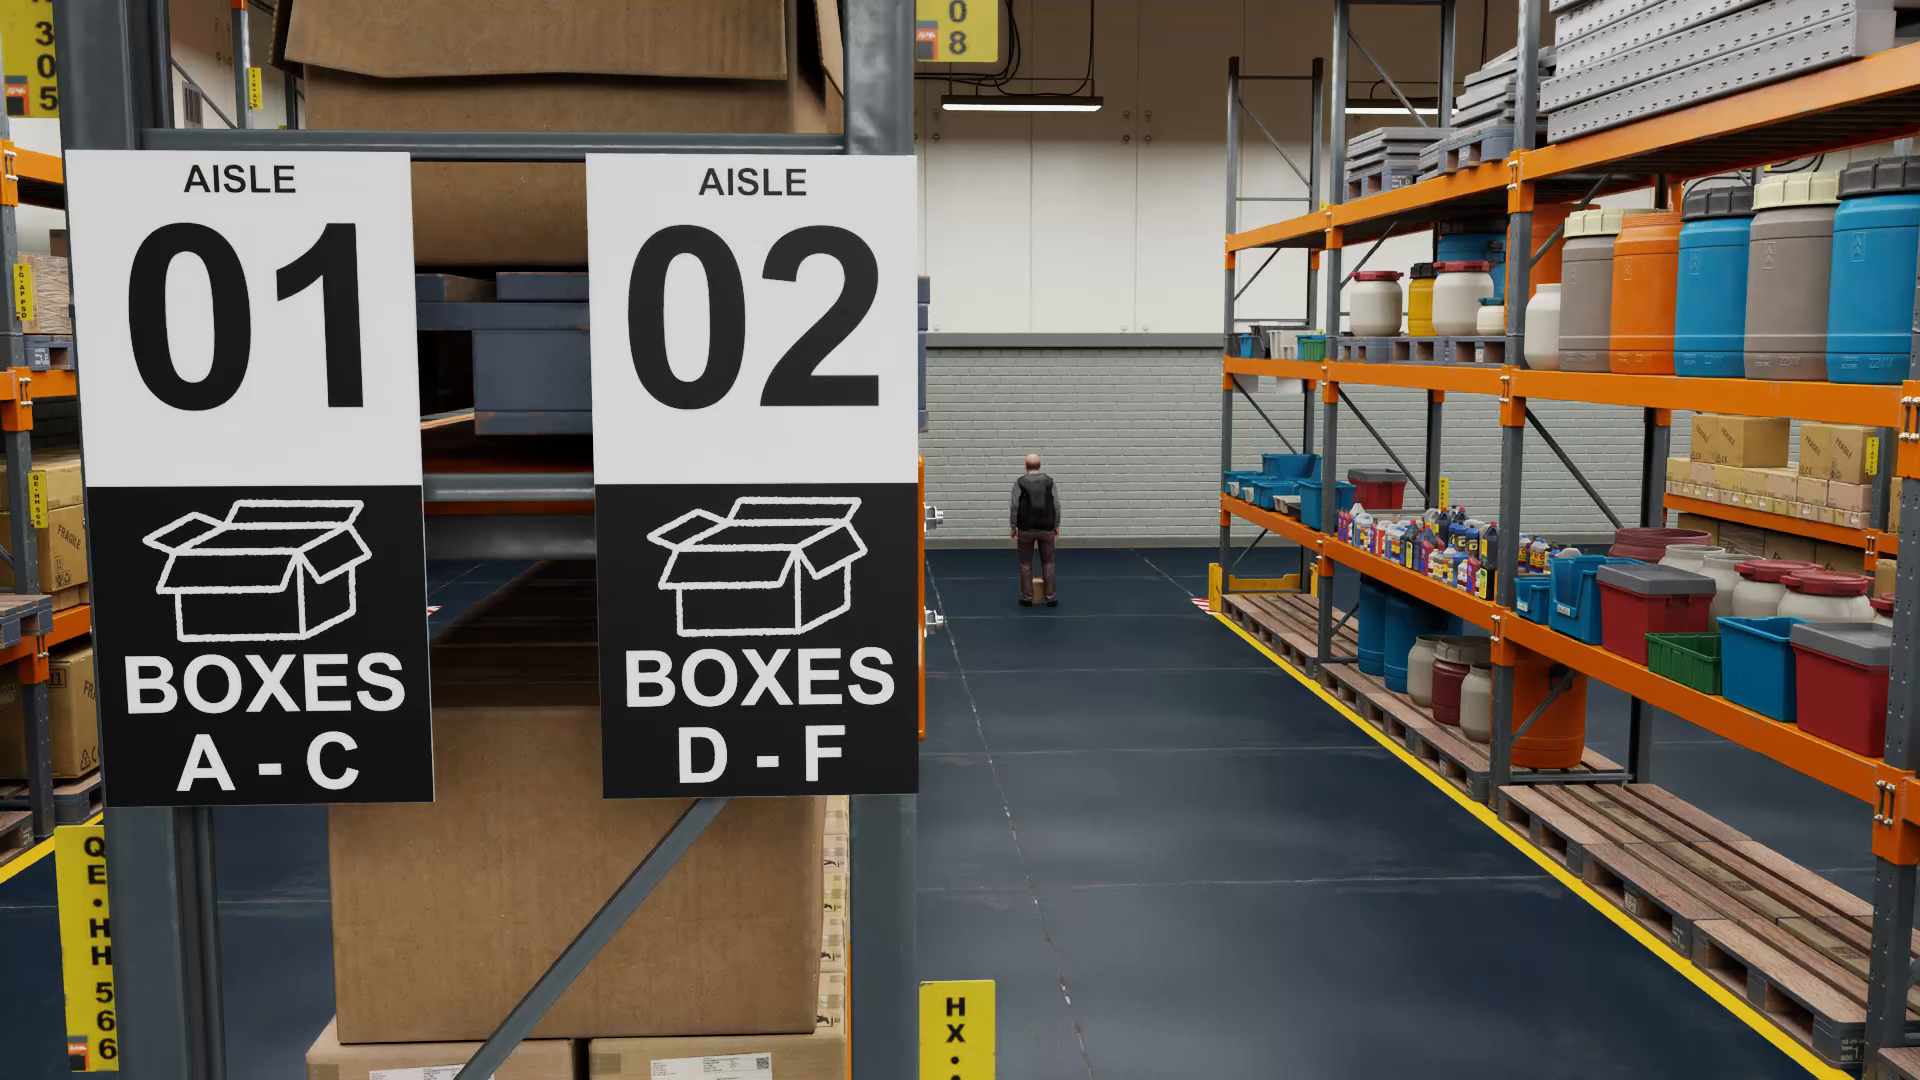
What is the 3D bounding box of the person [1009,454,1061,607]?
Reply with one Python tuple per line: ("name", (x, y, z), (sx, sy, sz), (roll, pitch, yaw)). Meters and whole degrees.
("person", (0.846, -0.110, 18.772), (0.587, 1.720, 0.475), (-1, 7, -7))
